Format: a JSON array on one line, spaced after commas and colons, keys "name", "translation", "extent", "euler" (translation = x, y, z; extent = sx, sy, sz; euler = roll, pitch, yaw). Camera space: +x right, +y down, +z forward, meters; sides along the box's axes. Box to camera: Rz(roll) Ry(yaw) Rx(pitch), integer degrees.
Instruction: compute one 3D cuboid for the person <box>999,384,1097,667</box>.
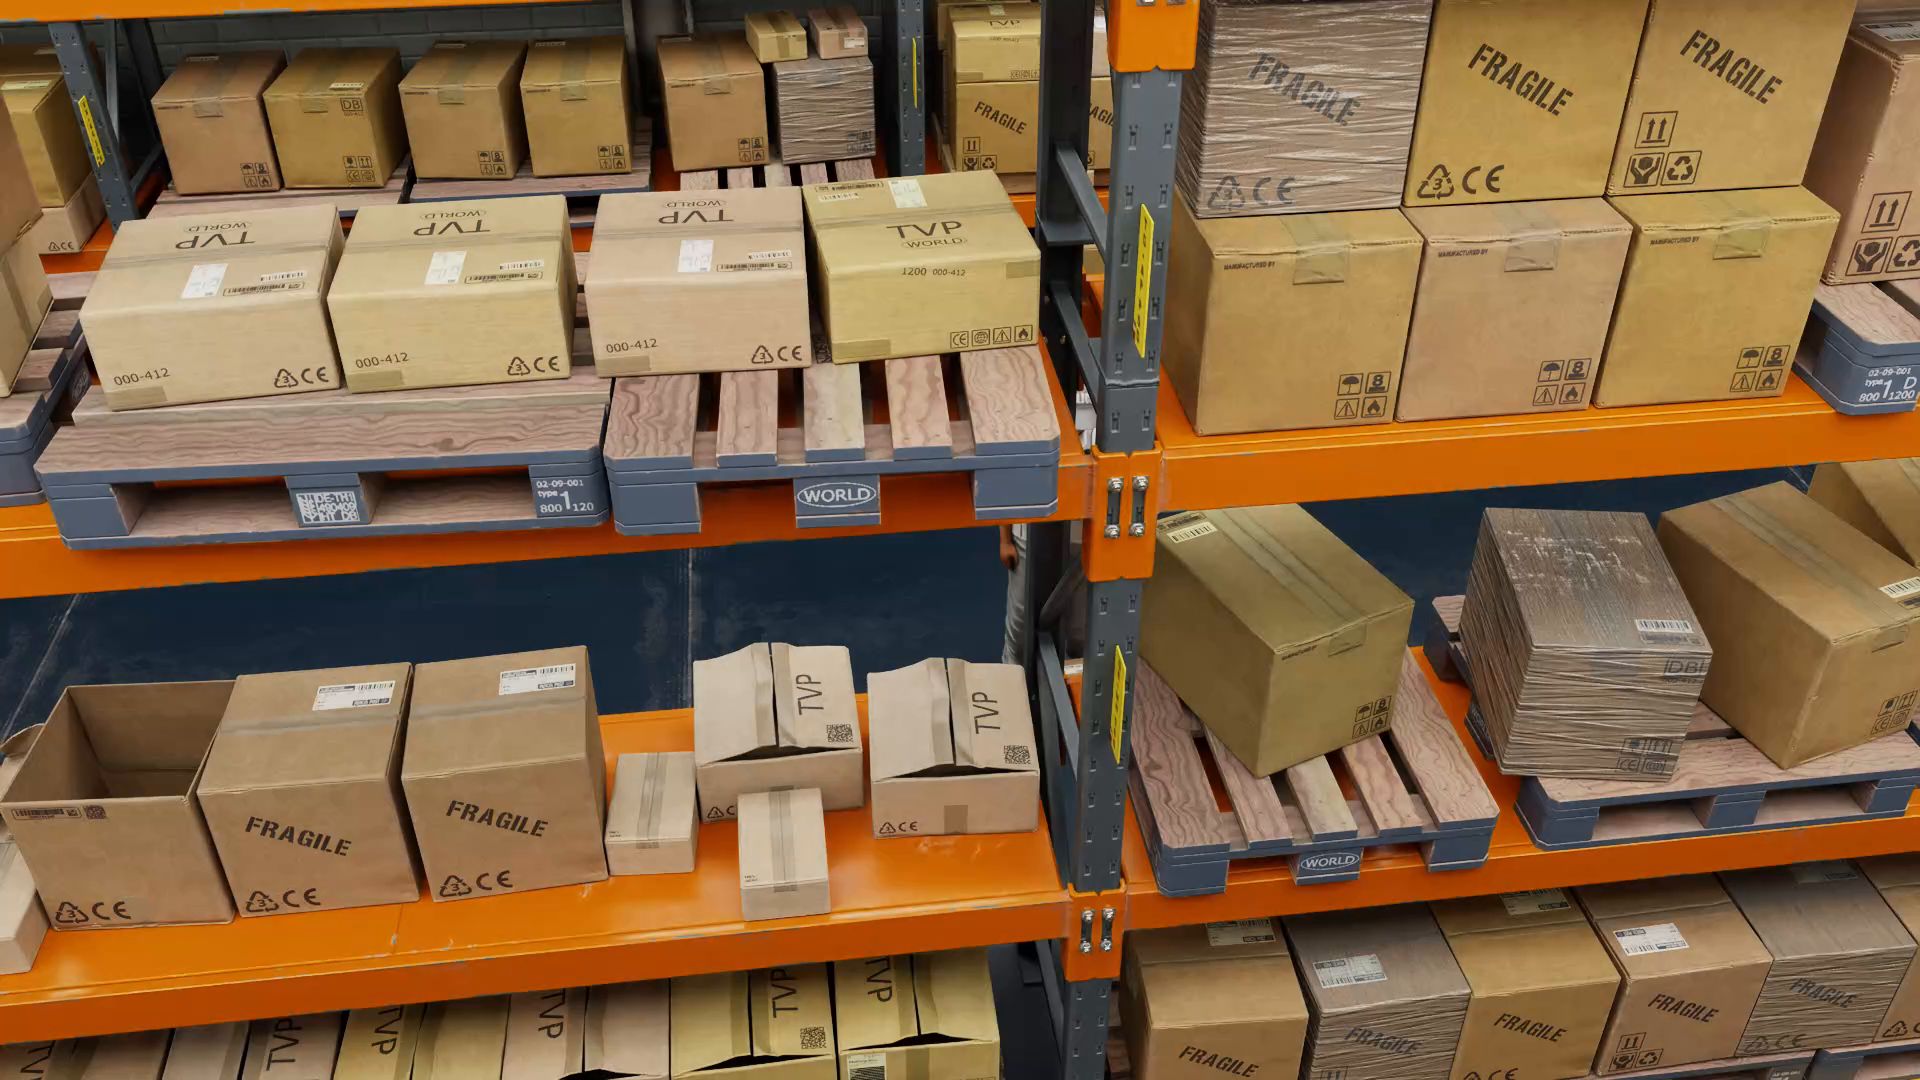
[{"name": "person", "translation": [0.419, 0.004, 7.134], "extent": [0.537, 1.665, 0.469], "euler": [-5, 35, -7]}]
